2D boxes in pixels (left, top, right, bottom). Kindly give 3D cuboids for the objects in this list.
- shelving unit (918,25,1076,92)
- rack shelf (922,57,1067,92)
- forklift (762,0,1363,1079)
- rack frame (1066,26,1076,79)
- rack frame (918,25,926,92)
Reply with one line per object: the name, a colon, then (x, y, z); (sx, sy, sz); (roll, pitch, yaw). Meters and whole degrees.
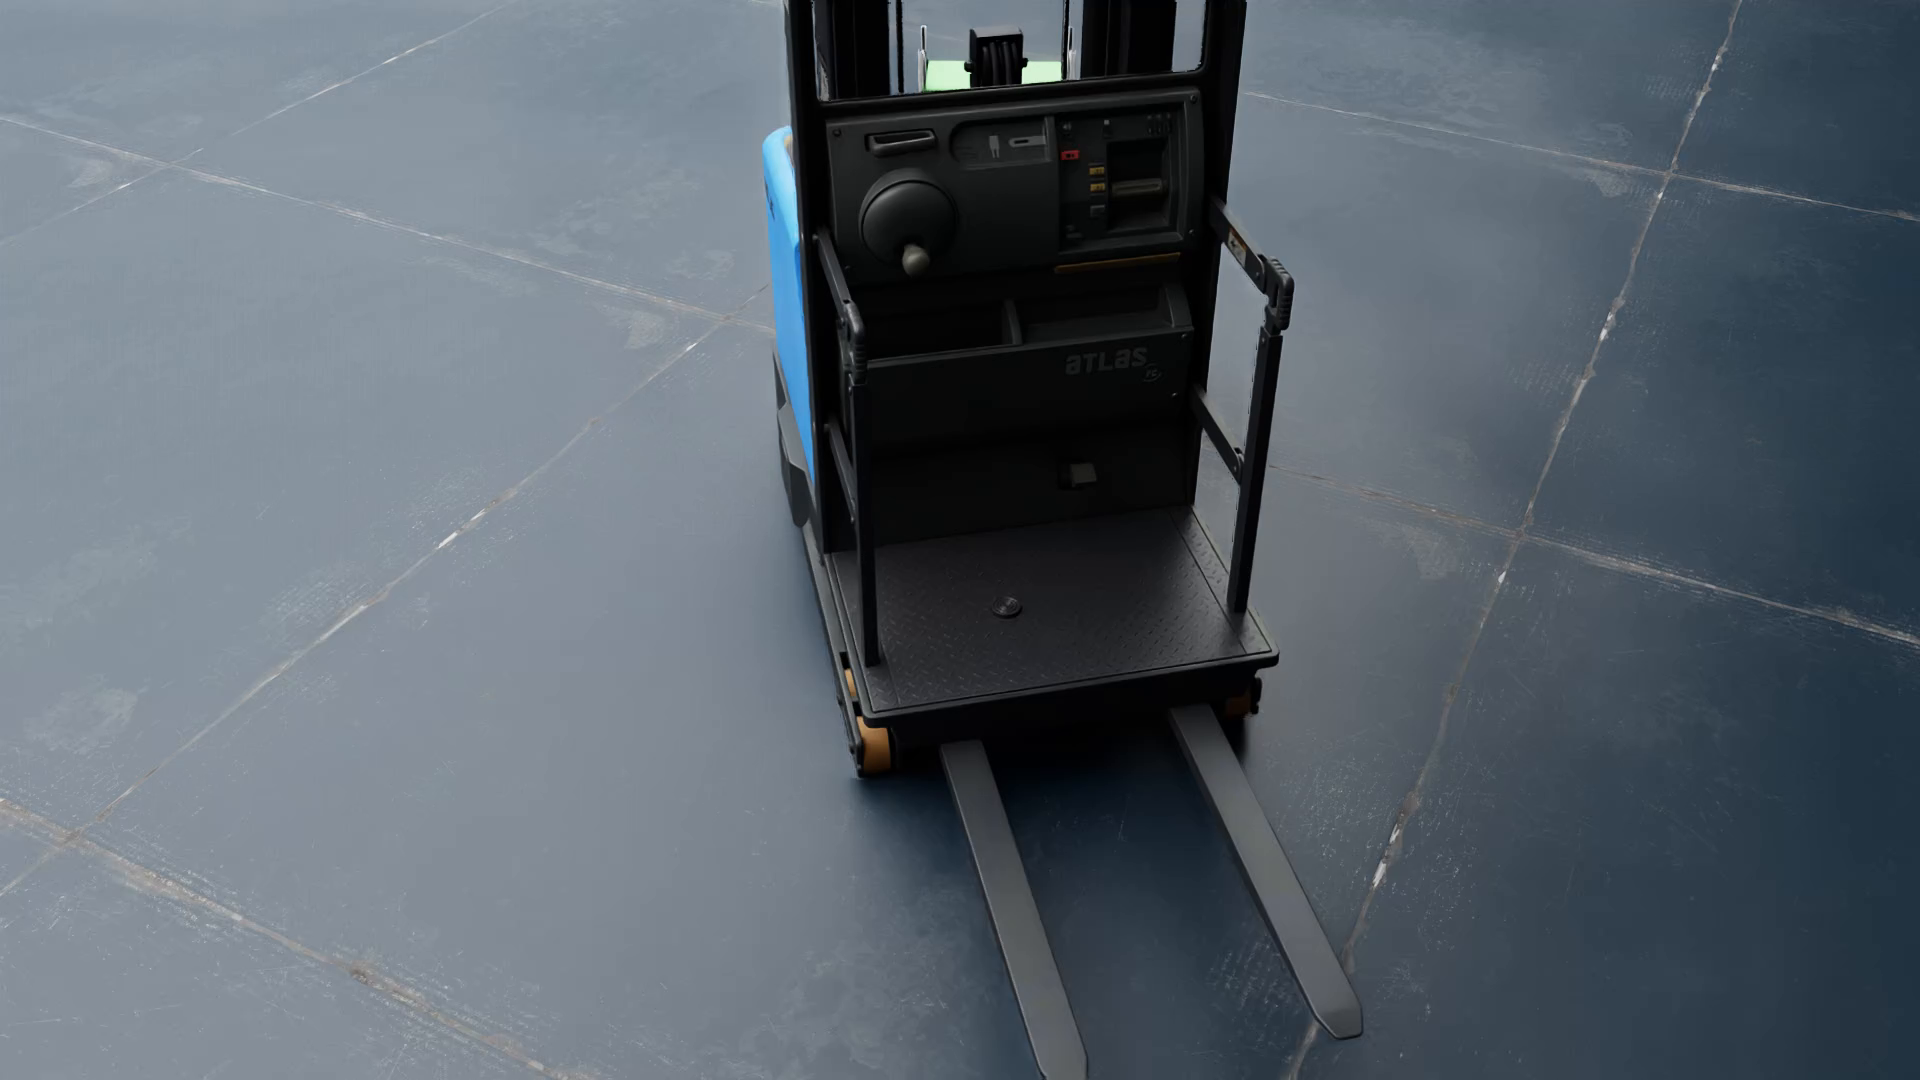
shelving unit: (0.120, -1.154, 5.776); (0.503, 1.200, 0.258); (1, 37, 1)
rack shelf: (0.120, -1.487, 5.527); (0.480, 0.148, 0.258); (1, 37, 1)
forklift: (0.194, -0.796, 3.874); (1.130, 2.935, 3.031); (-8, 38, -10)
rack frame: (0.364, -1.151, 5.772); (0.015, 1.200, 0.240); (1, 37, 1)
rack frame: (-0.124, -1.156, 5.779); (0.015, 1.200, 0.240); (1, 37, 1)
